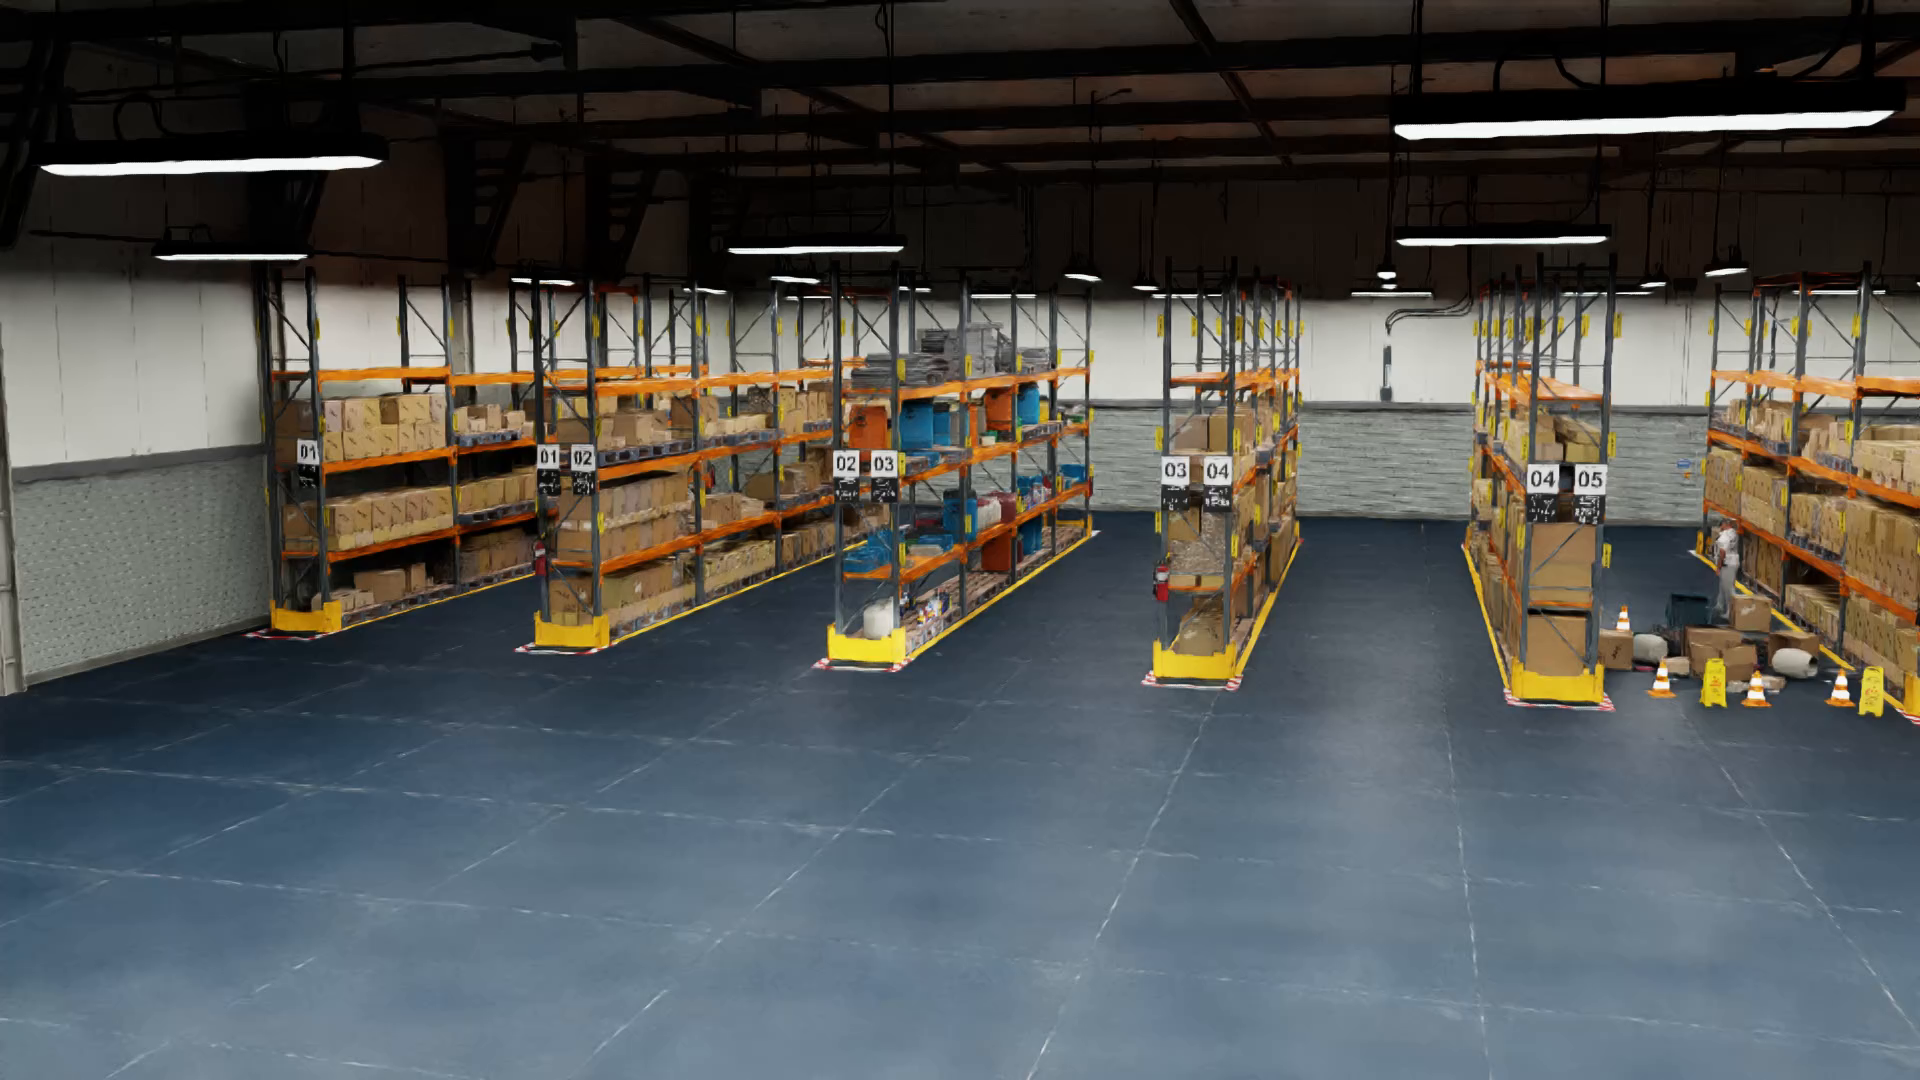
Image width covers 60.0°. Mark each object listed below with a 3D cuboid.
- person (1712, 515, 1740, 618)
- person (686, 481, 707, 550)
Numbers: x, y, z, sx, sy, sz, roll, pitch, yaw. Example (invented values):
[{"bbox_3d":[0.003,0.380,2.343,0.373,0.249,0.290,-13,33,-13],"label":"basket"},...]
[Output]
[{"bbox_3d":[13.319,0.448,28.997,0.597,1.746,0.668,6,9,37],"label":"person"},{"bbox_3d":[-5.935,-0.545,37.470,0.592,1.625,0.526,2,7,12],"label":"person"}]
